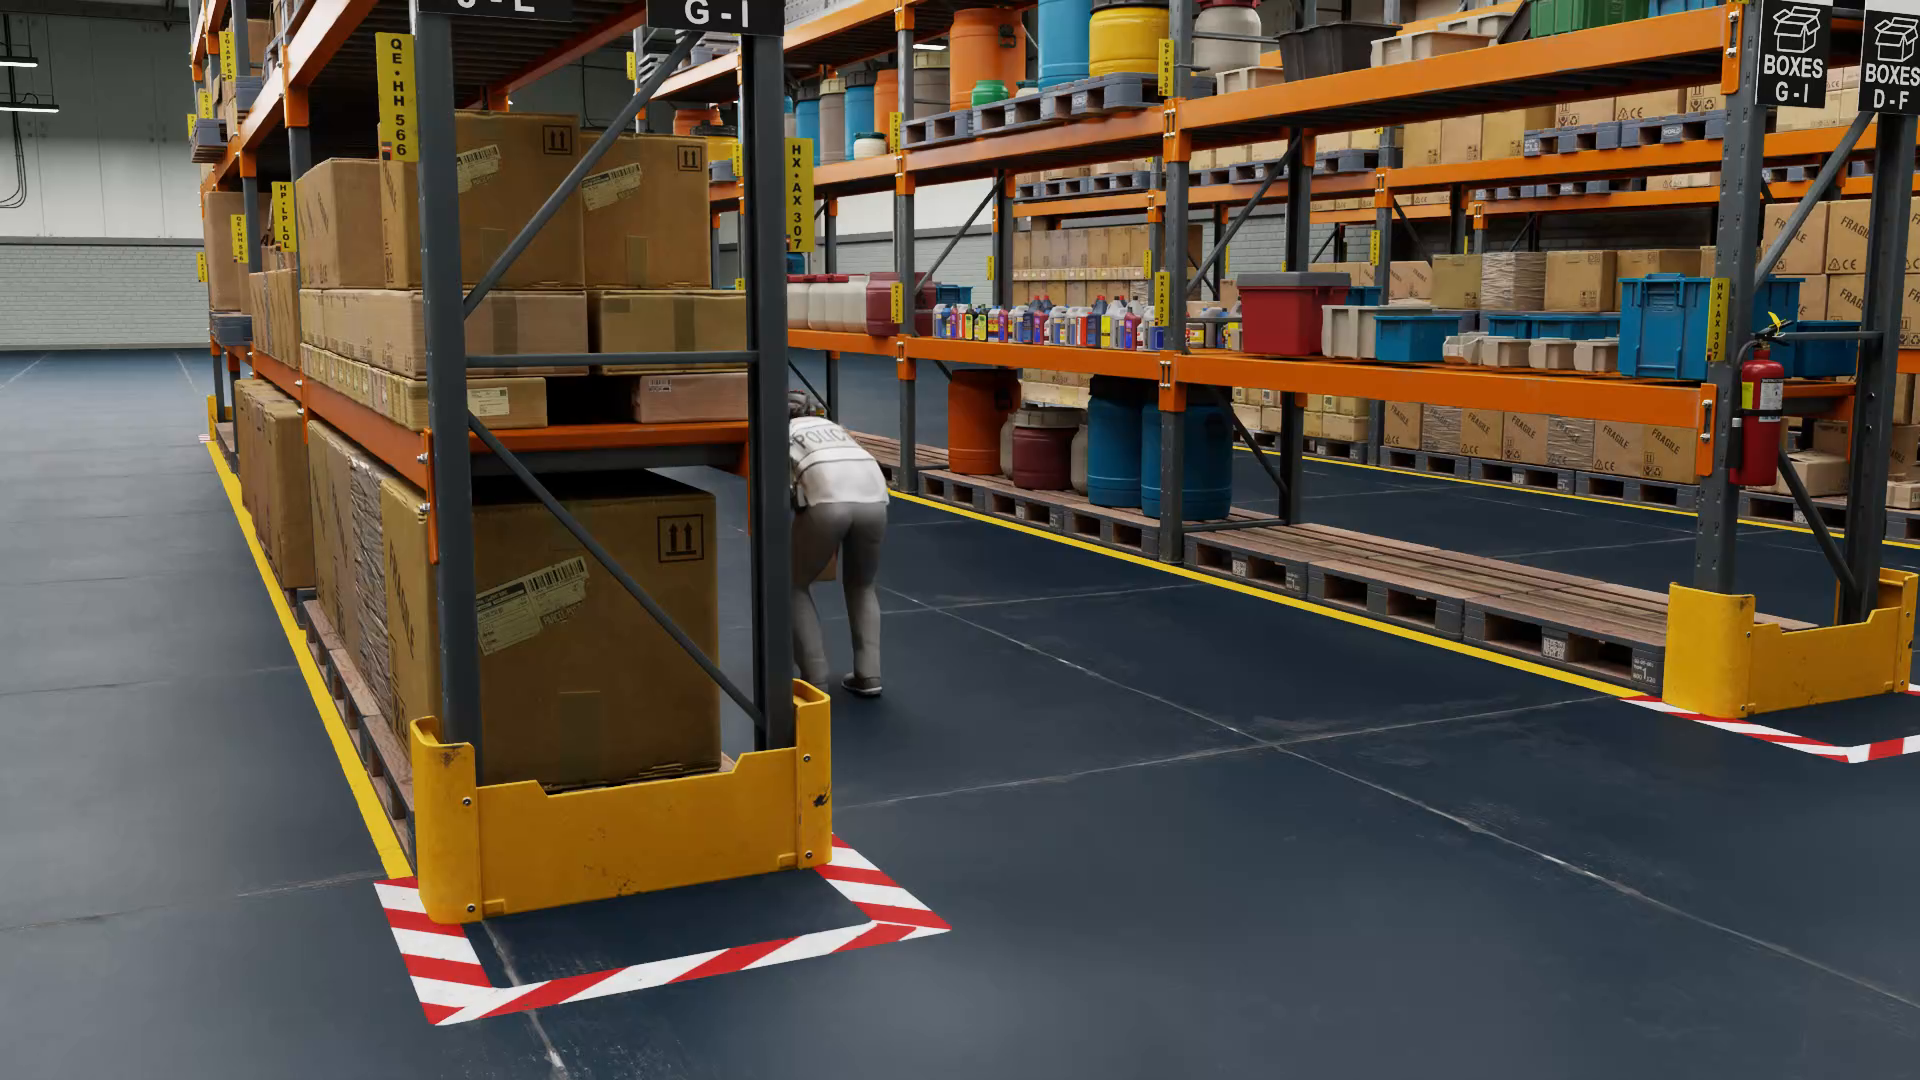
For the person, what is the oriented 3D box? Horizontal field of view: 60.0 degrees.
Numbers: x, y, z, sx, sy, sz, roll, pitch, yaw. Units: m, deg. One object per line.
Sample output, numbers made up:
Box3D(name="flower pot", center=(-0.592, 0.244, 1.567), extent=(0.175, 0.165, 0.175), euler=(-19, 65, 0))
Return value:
Box3D(name="person", center=(-0.624, 0.011, 7.148), extent=(0.430, 1.257, 0.901), euler=(-5, 10, -28))
